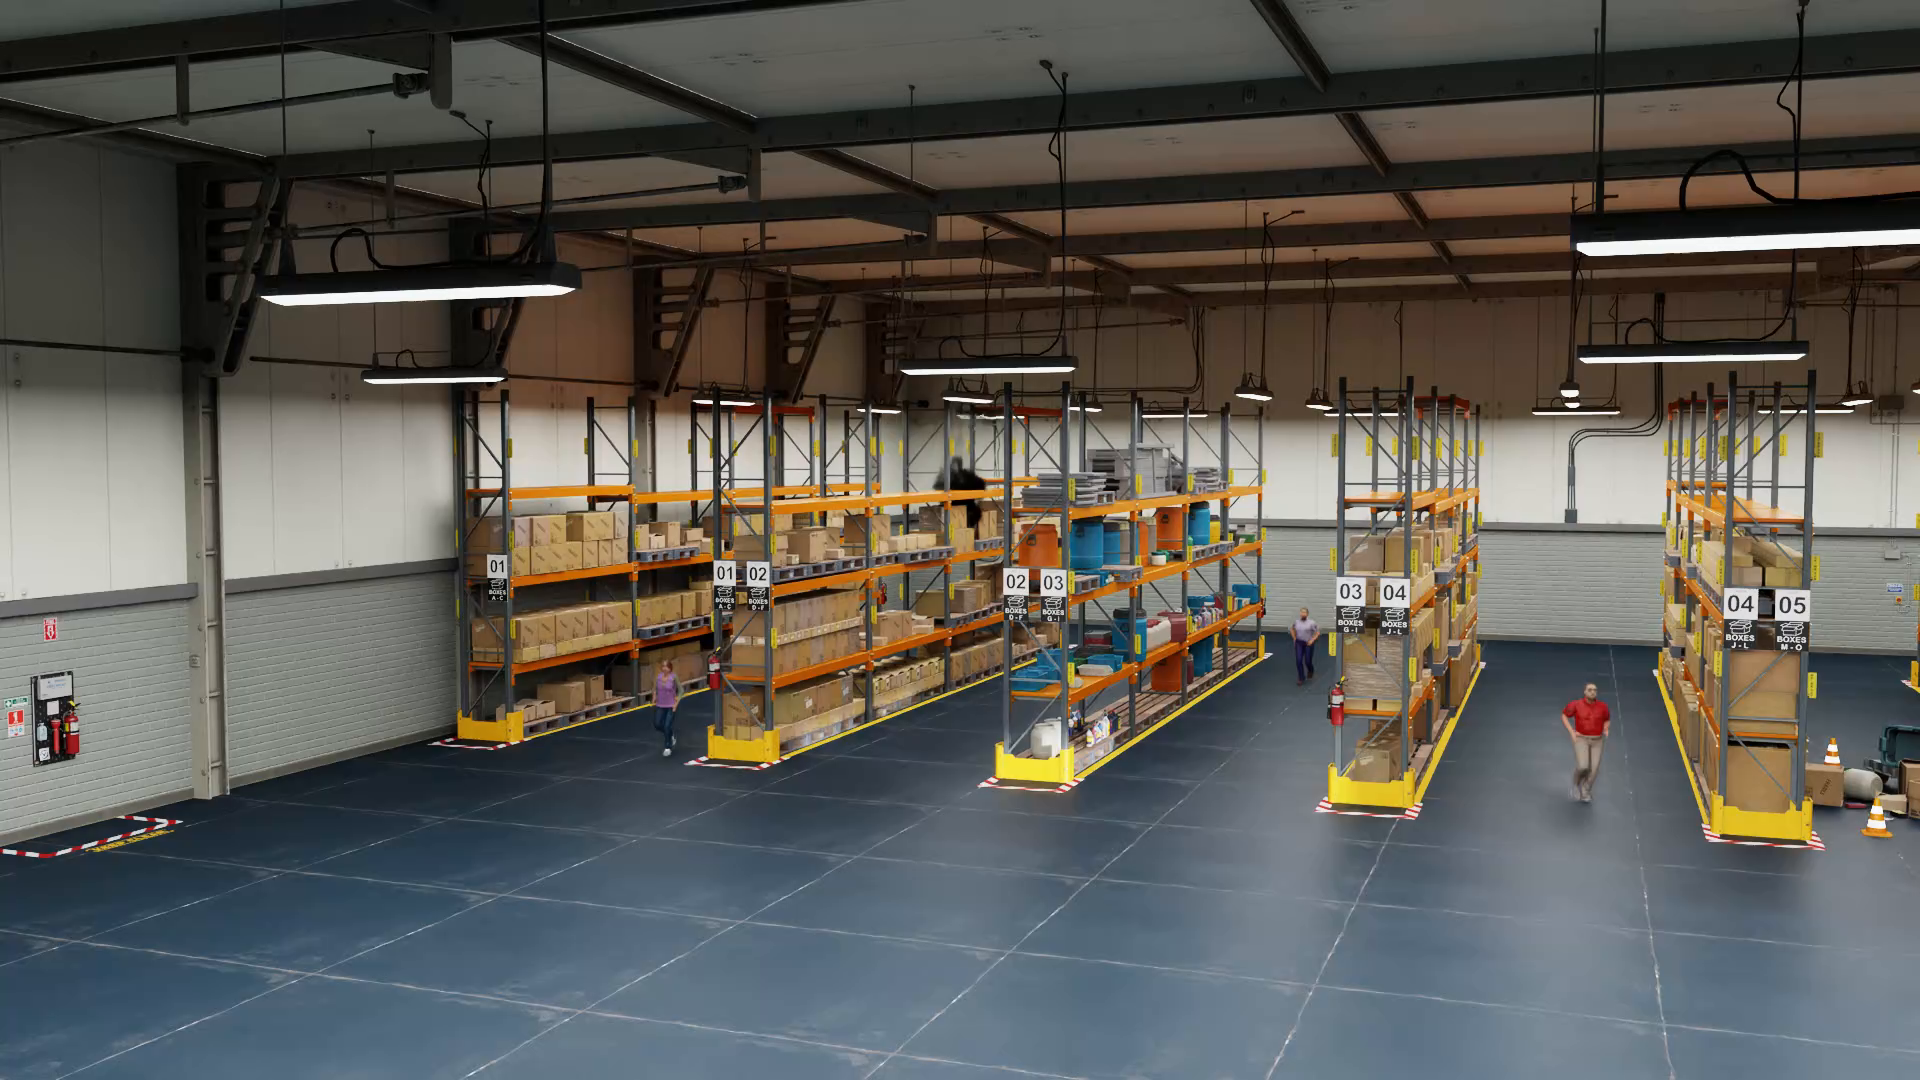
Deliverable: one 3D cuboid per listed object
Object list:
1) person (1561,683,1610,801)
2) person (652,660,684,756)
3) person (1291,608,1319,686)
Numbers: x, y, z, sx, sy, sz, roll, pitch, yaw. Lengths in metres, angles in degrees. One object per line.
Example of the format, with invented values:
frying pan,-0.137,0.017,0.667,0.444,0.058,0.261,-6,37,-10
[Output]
person,8.855,2.861,23.403,0.634,1.689,0.617,0,3,2
person,-4.800,2.739,27.205,0.569,1.573,0.493,1,3,17
person,7.333,2.257,35.386,0.618,1.618,0.719,1,3,21
